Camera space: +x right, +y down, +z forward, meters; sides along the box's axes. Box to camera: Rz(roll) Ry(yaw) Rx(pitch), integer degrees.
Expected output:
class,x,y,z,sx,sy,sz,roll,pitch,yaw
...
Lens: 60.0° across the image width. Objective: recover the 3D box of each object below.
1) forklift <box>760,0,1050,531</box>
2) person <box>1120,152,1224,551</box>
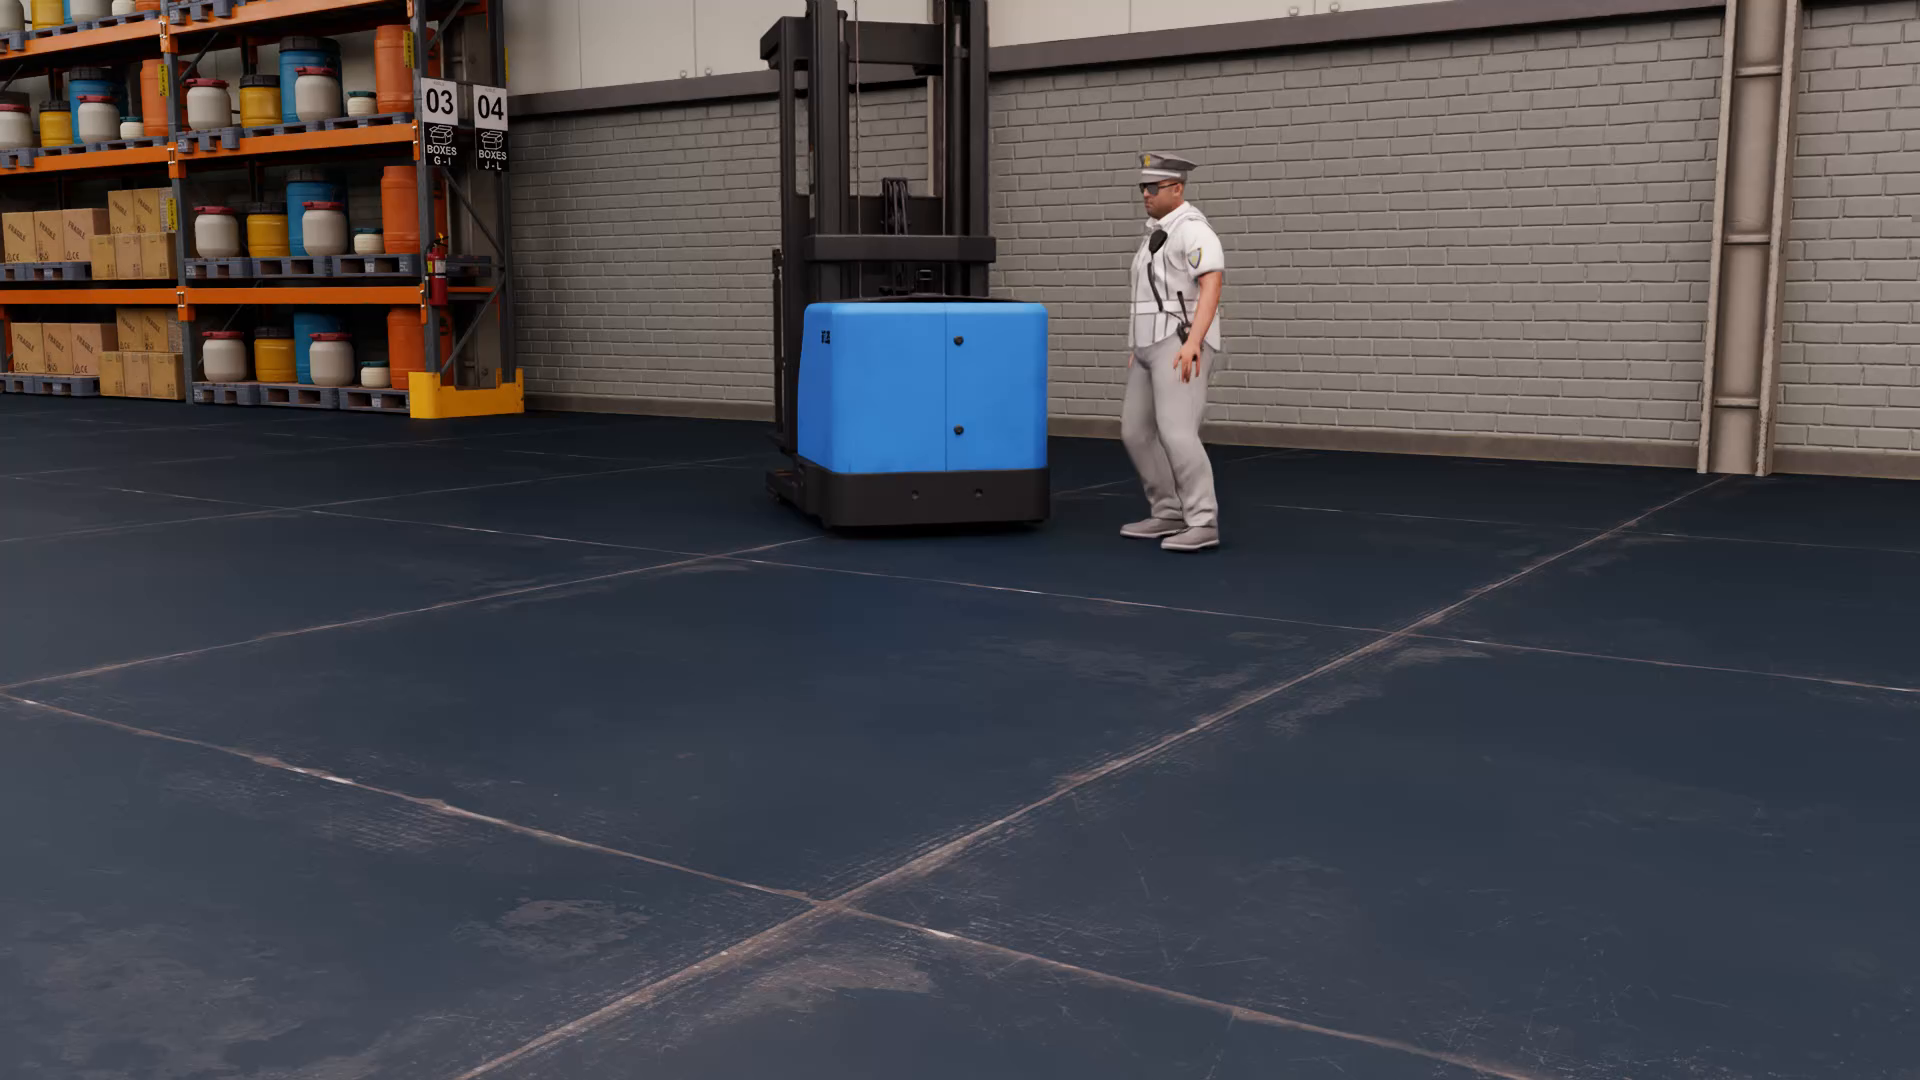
class,x,y,z,sx,sy,sz,roll,pitch,yaw
forklift,-0.451,-1.663,8.885,1.130,2.935,3.031,-2,8,-15
person,0.957,-0.854,7.477,0.381,1.726,0.773,-3,8,-18
